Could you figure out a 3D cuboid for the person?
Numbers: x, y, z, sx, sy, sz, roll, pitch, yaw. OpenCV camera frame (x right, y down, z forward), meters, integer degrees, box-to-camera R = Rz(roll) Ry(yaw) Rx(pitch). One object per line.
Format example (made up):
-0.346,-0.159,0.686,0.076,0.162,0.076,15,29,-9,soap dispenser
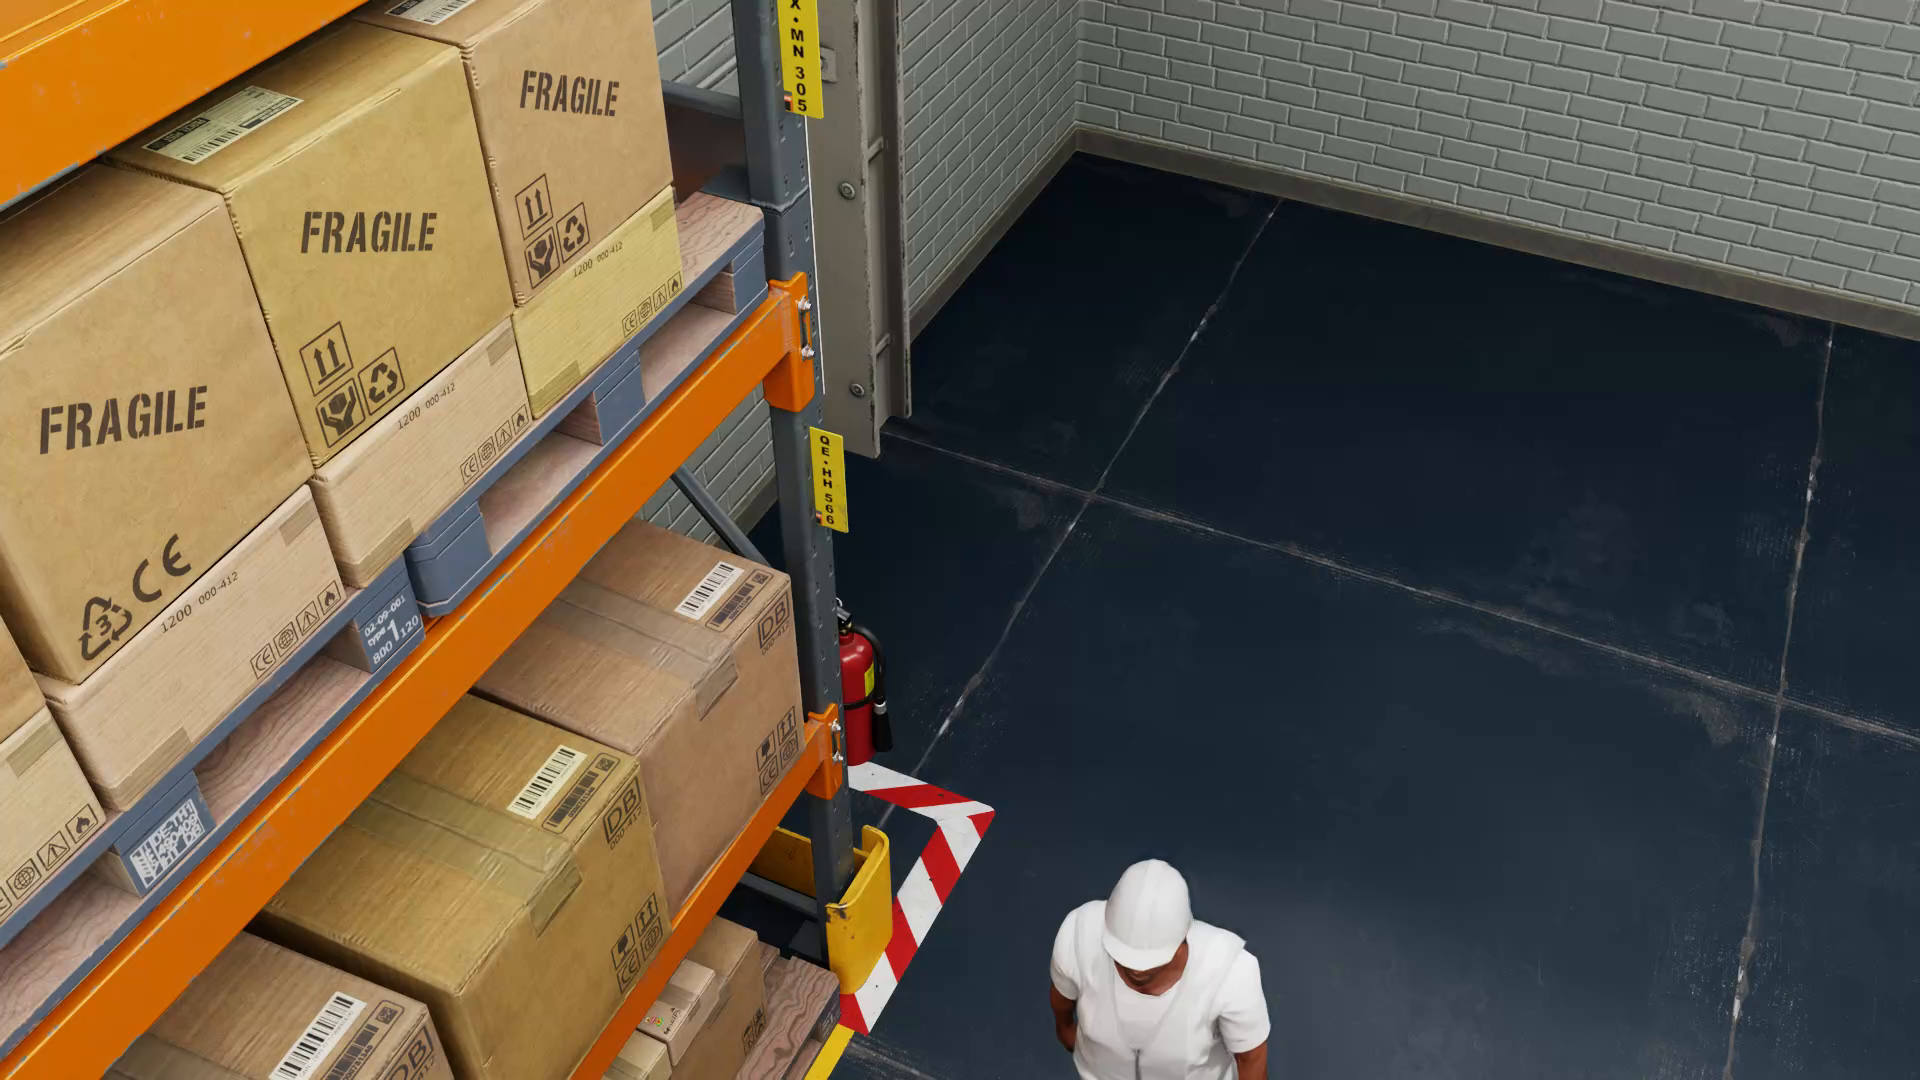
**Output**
0.547,1.403,4.574,0.628,1.748,0.890,13,43,14,person
